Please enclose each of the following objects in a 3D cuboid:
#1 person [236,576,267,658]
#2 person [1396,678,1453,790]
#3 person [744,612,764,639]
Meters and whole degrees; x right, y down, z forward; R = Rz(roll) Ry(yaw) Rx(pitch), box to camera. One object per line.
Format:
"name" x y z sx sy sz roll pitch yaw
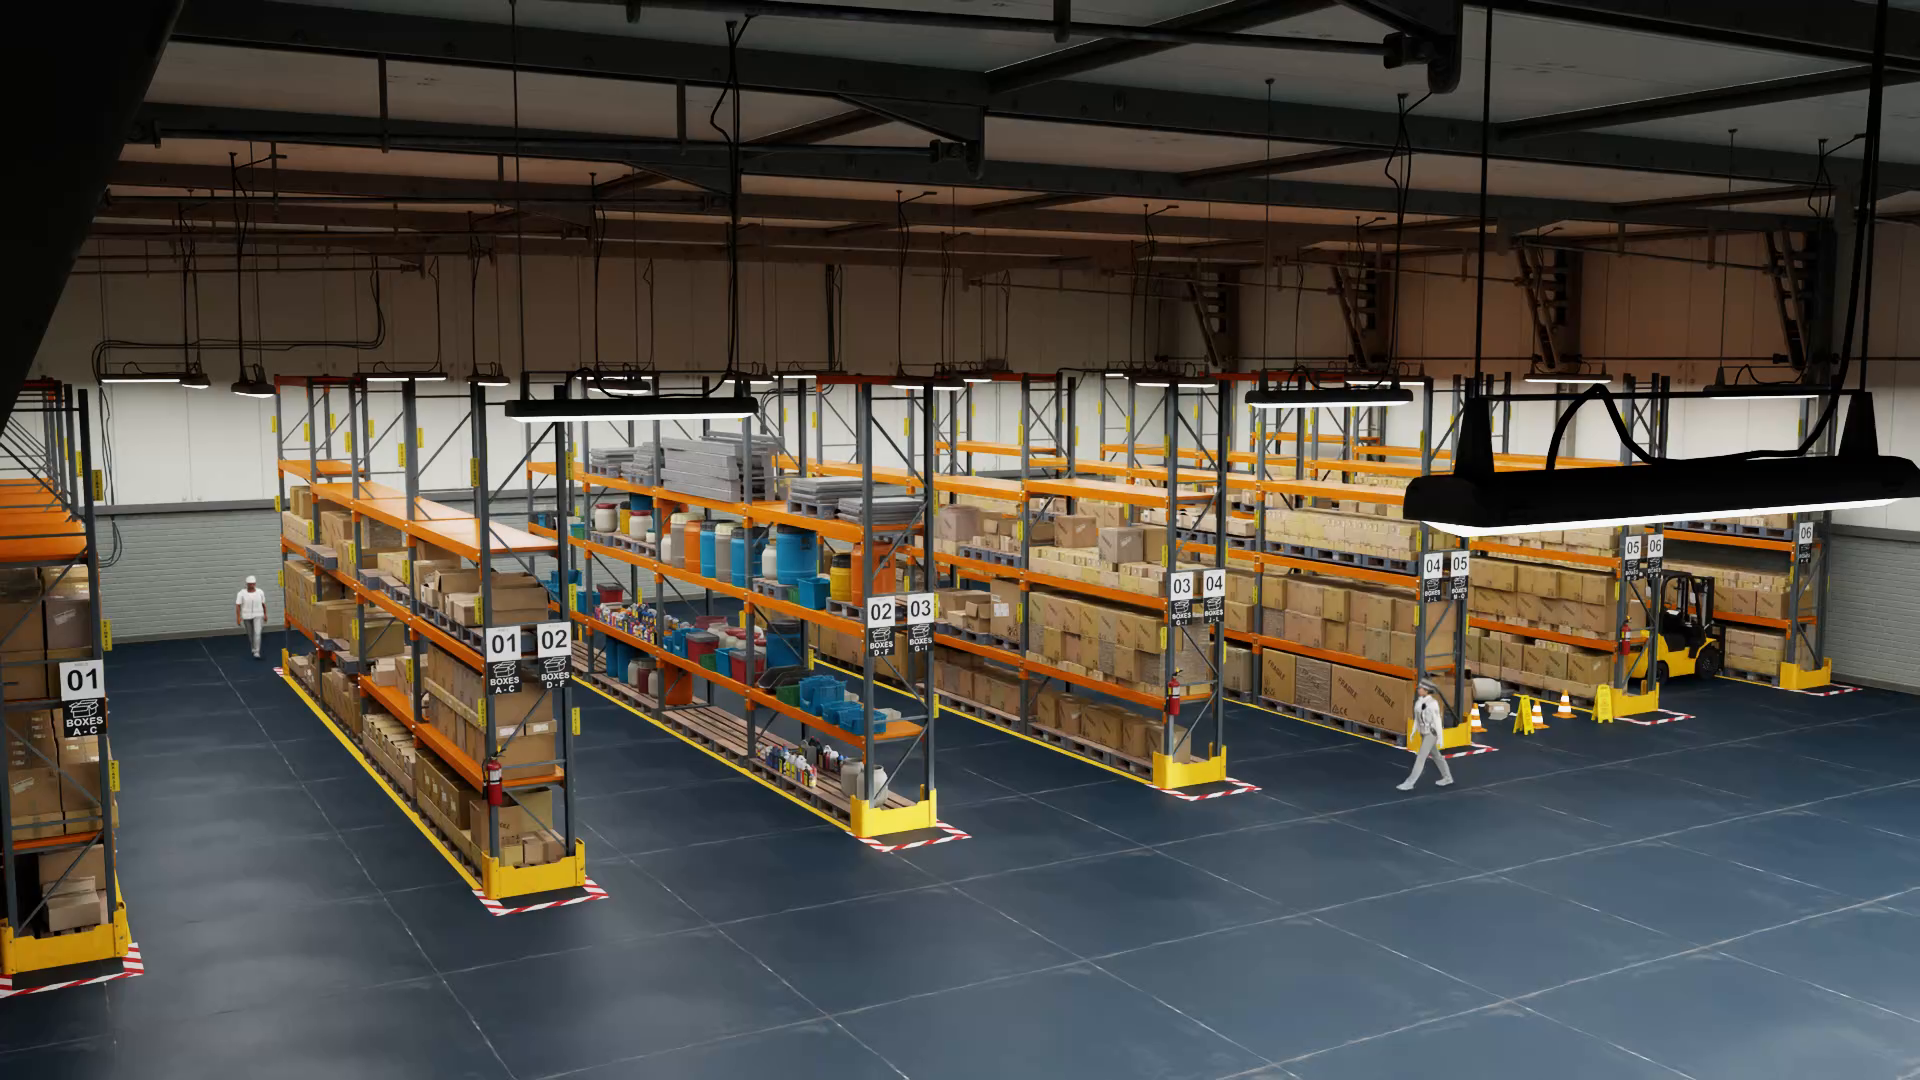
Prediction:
"person" -15.013 1.620 35.174 0.547 1.708 1.063 -1 6 -11
"person" 6.828 2.830 24.417 1.001 1.610 0.539 -2 6 -15
"person" -3.824 2.156 30.636 0.480 1.673 0.491 1 6 6
